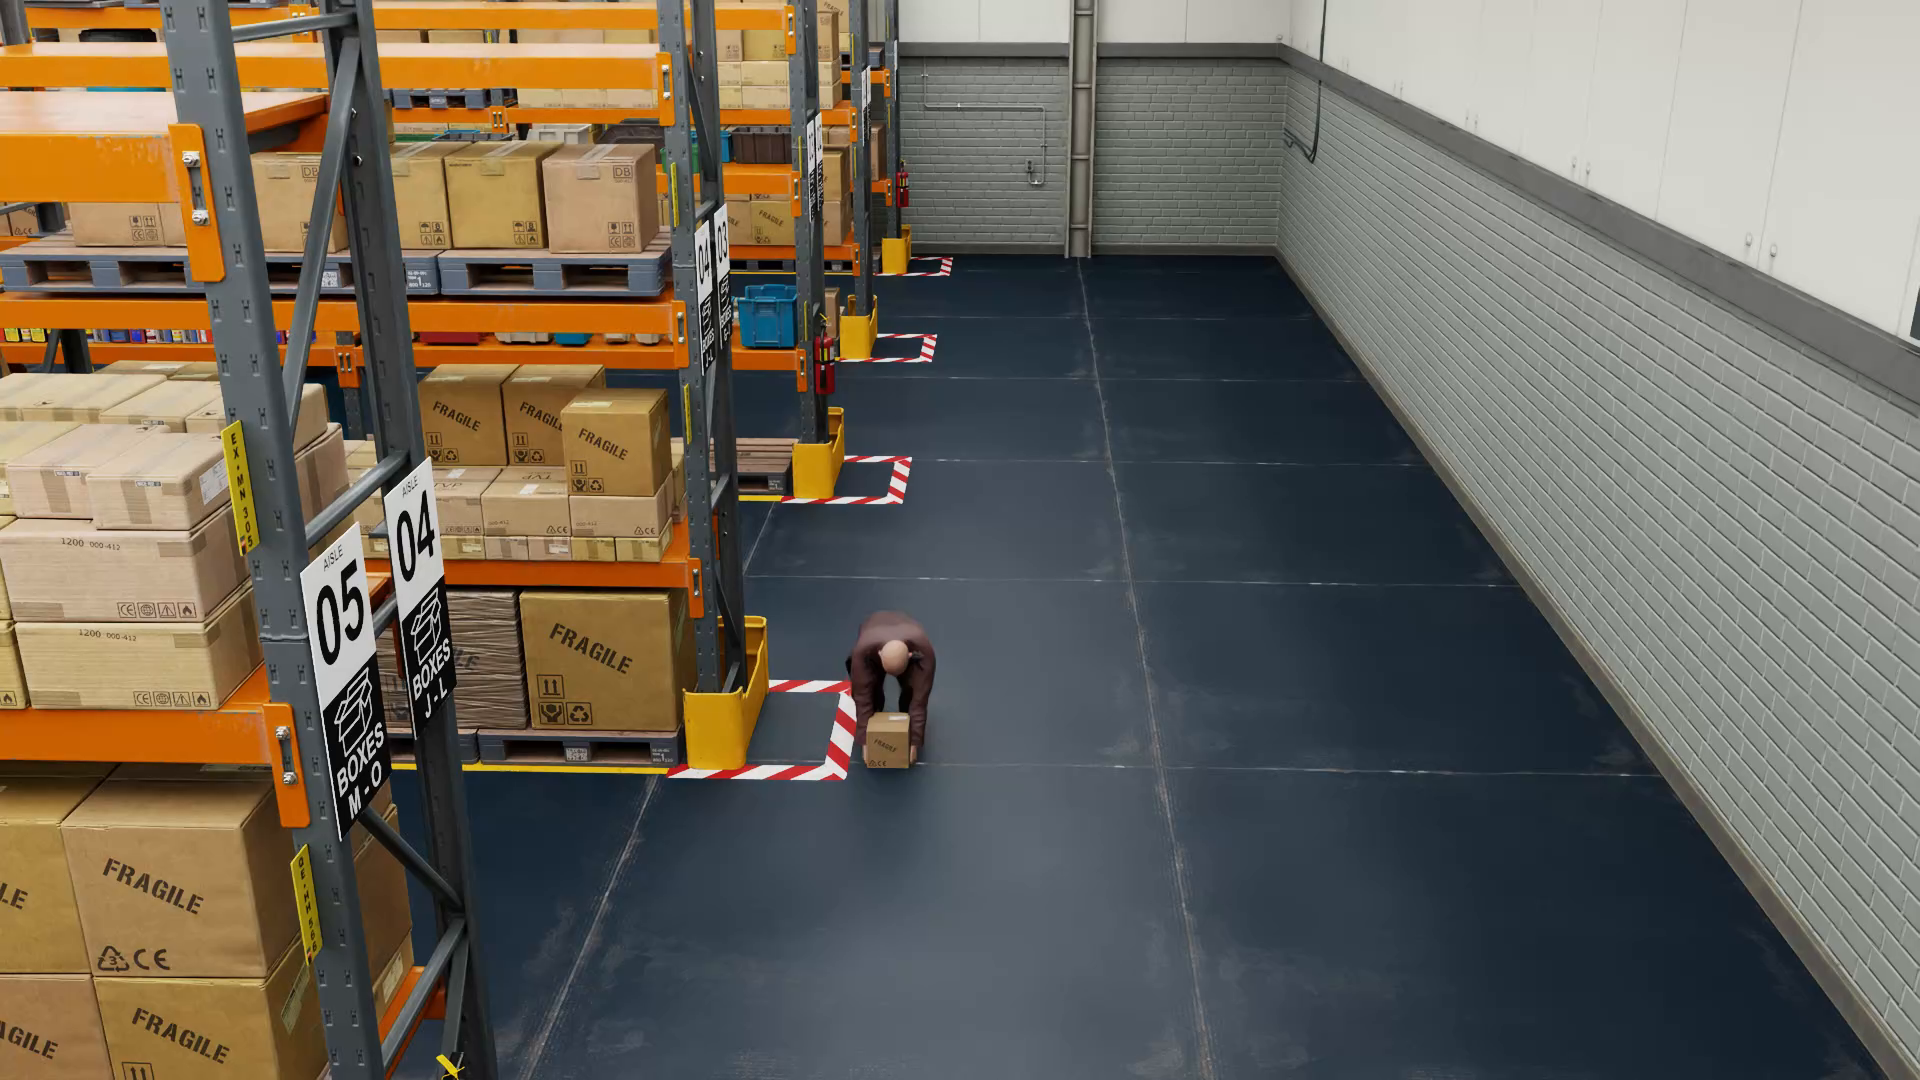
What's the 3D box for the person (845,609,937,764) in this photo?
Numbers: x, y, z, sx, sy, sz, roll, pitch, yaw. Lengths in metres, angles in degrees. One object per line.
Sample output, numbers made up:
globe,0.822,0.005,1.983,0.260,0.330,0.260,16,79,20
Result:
person,-0.430,0.850,10.275,0.571,0.810,0.929,0,20,0
